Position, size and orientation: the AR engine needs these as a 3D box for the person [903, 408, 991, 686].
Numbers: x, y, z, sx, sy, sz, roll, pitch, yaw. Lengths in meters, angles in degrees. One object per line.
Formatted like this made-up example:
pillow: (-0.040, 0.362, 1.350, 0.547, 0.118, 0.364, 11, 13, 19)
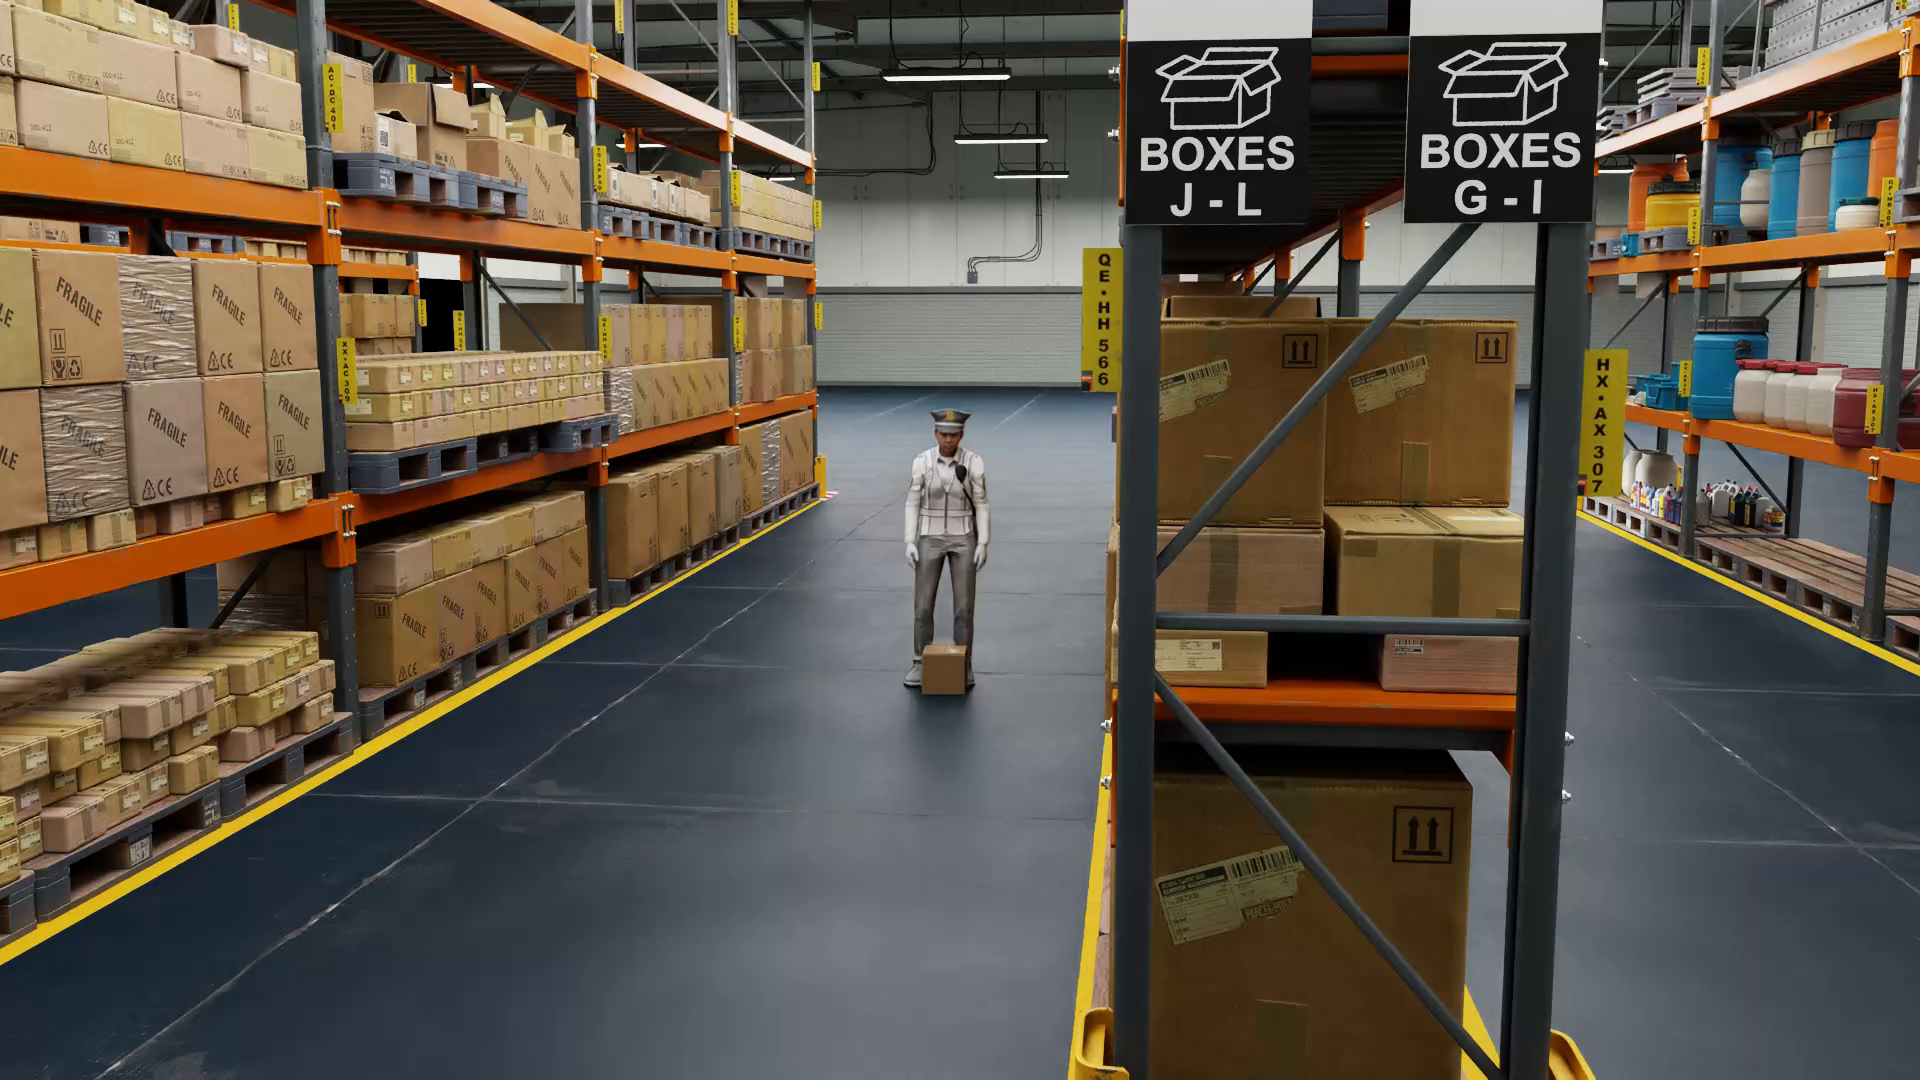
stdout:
person: (-0.077, 0.039, 10.000, 0.518, 1.663, 0.369, 0, 8, 3)
